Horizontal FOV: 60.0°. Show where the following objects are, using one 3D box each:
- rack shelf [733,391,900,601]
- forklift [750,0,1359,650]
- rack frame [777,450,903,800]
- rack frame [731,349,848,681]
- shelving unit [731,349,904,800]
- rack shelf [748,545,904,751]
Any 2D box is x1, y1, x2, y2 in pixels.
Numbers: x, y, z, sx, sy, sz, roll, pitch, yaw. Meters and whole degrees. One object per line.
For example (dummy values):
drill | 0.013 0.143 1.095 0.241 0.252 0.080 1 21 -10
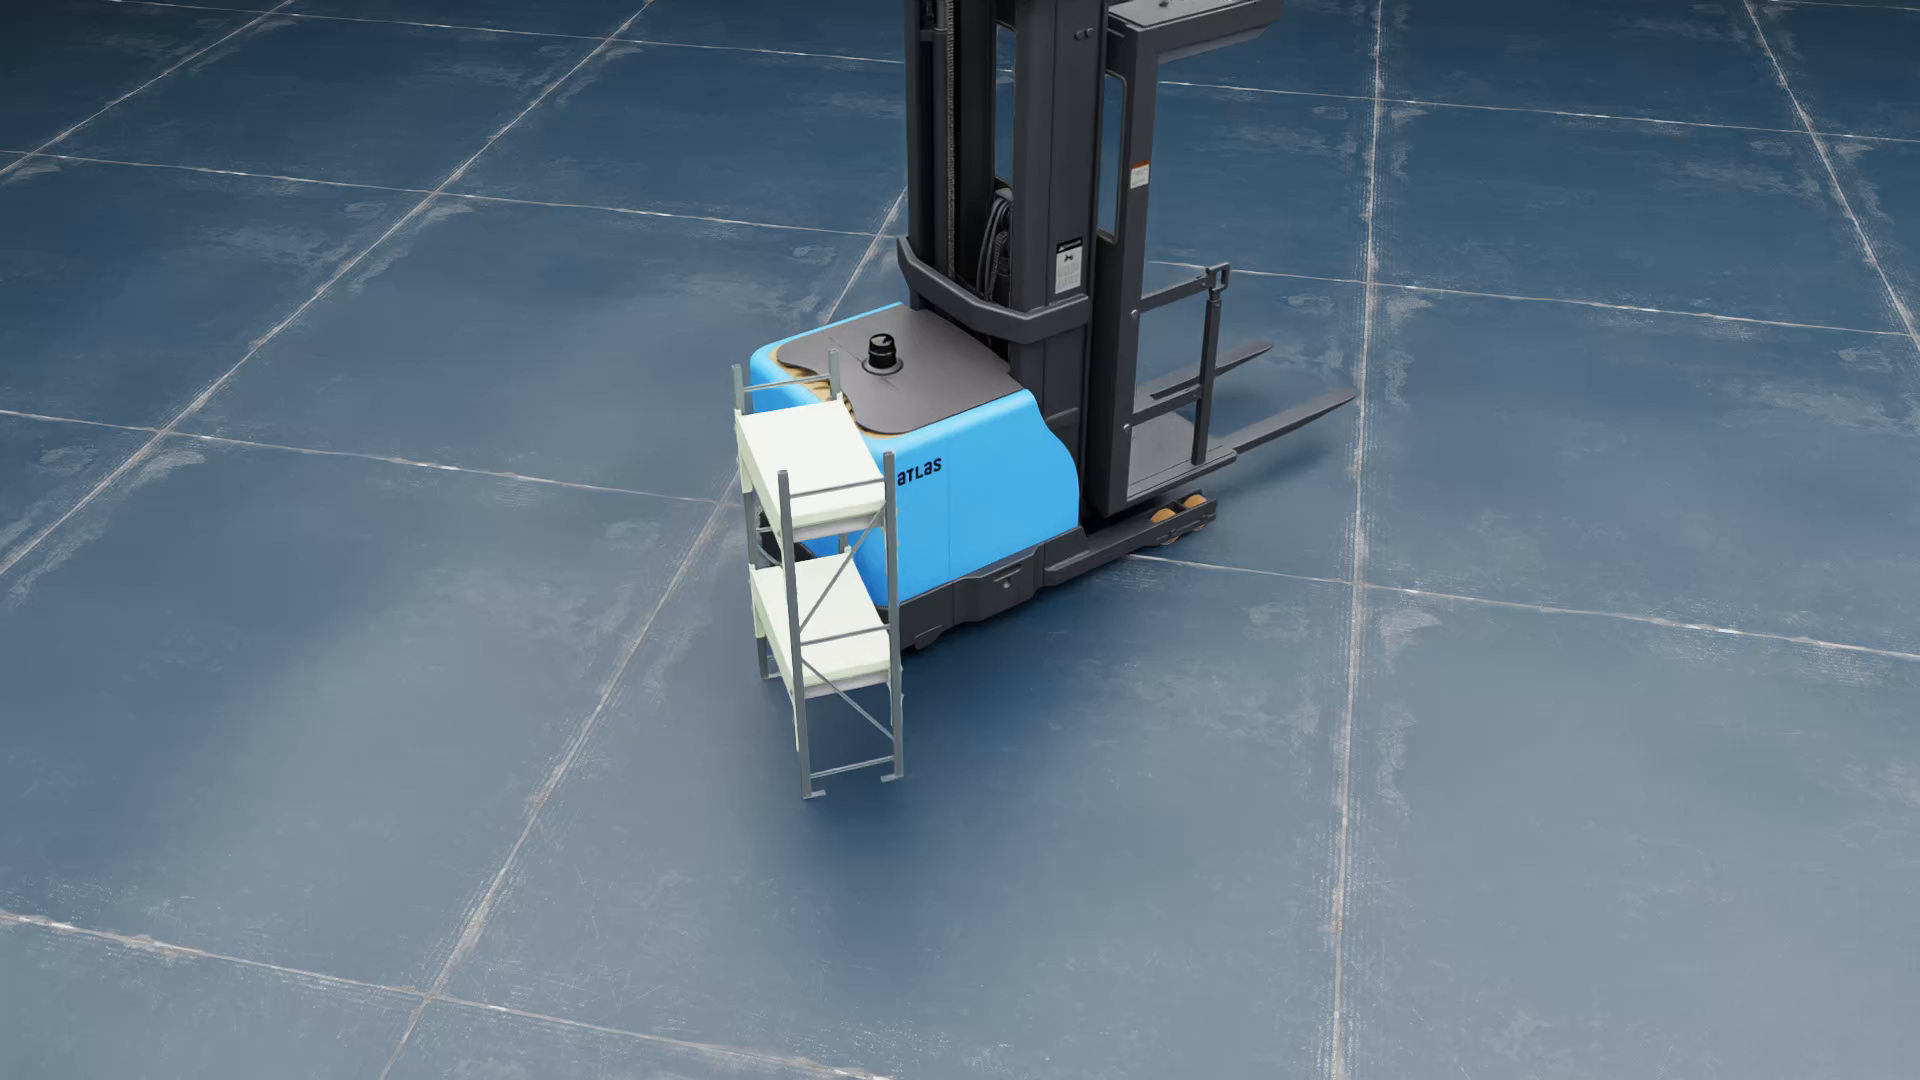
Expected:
rack shelf | -0.529 -0.173 6.046 0.431 0.370 0.720 -11 37 -15
forklift | 0.590 -1.394 7.176 3.031 2.935 1.130 -23 42 -28
rack frame | -0.414 0.347 5.993 0.400 1.500 0.023 -11 37 -15
rack frame | -0.644 -0.061 6.556 0.400 1.500 0.023 -11 37 -15
shelving unit | -0.529 0.143 6.275 0.431 1.500 0.755 -11 37 -15
rack shelf | -0.529 0.407 6.466 0.431 0.370 0.720 -11 37 -15
